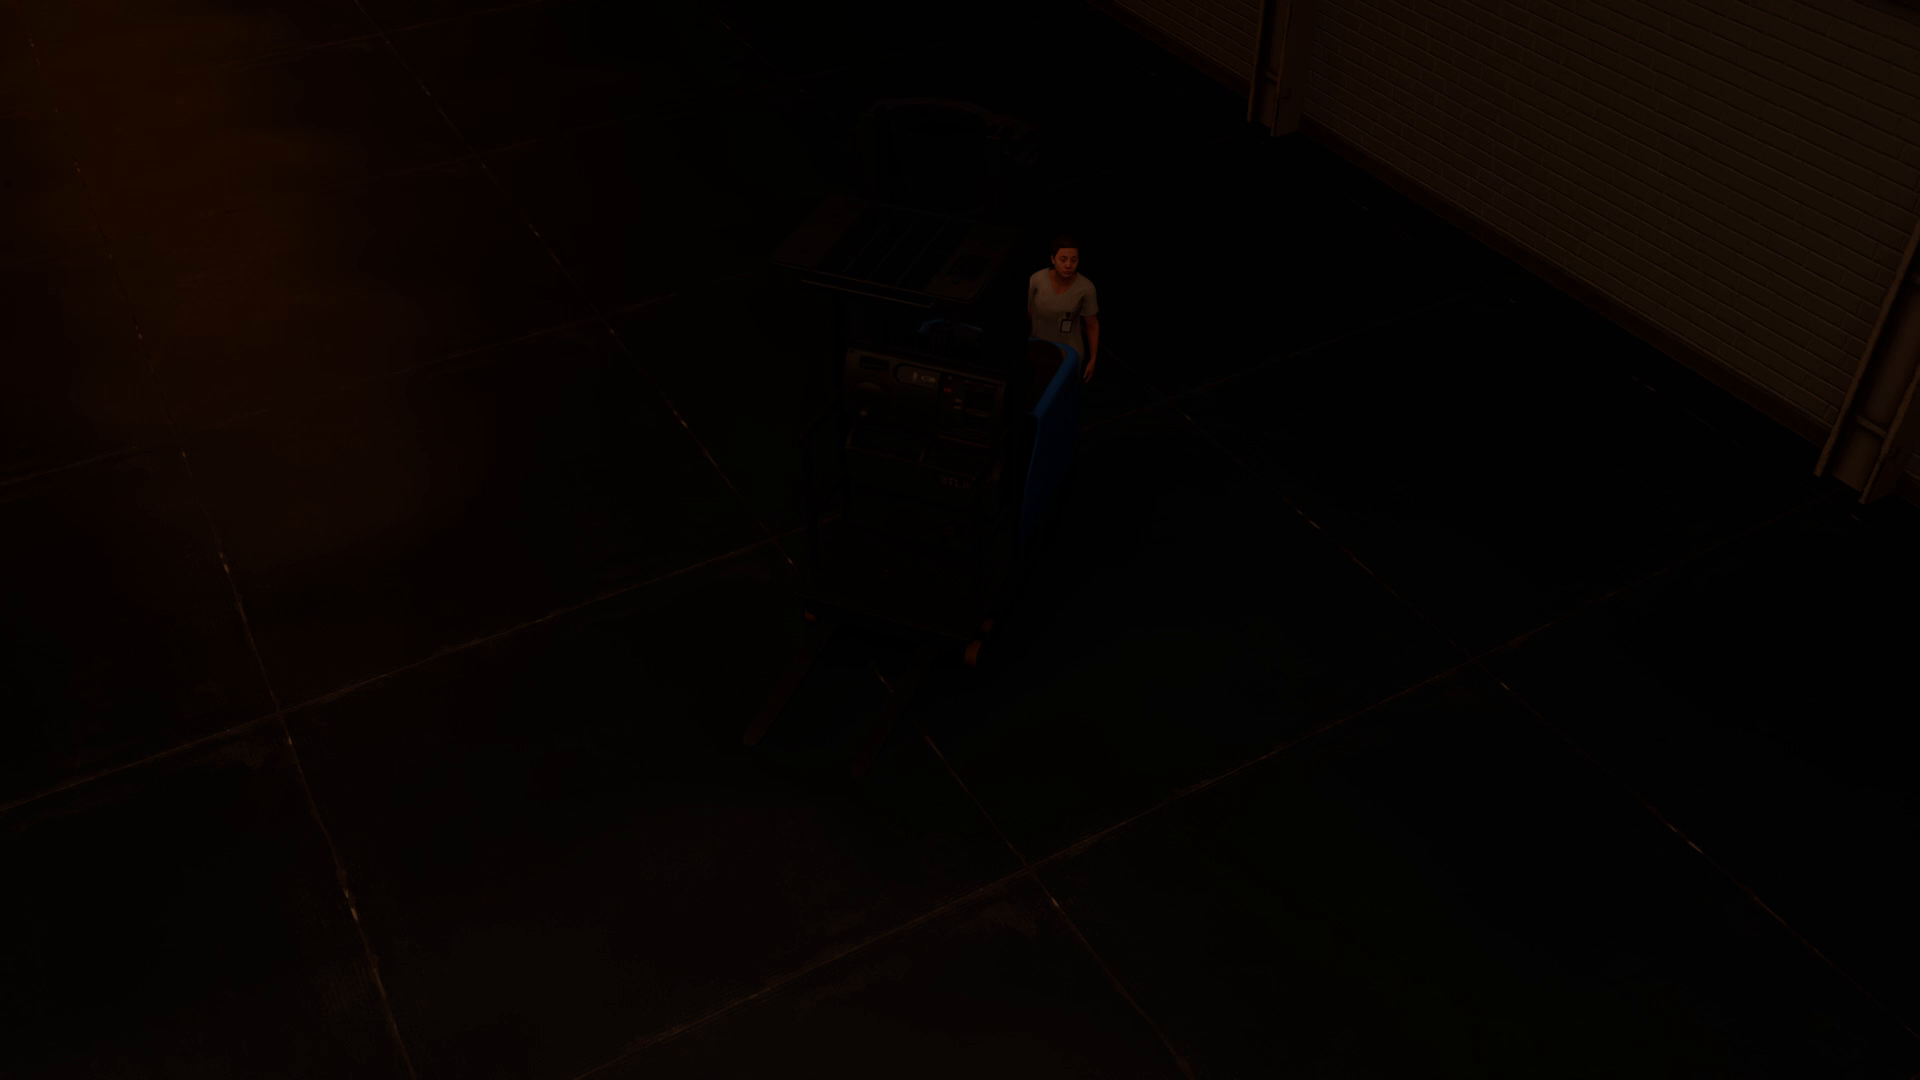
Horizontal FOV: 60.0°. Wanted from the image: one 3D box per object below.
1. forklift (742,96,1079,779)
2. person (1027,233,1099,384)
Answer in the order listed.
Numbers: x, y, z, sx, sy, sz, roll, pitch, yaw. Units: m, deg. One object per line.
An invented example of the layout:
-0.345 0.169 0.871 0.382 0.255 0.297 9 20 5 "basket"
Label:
-0.273 -0.710 8.893 1.130 2.935 3.031 14 42 16 "forklift"
0.575 -1.076 10.322 0.550 1.651 0.526 4 40 5 "person"
